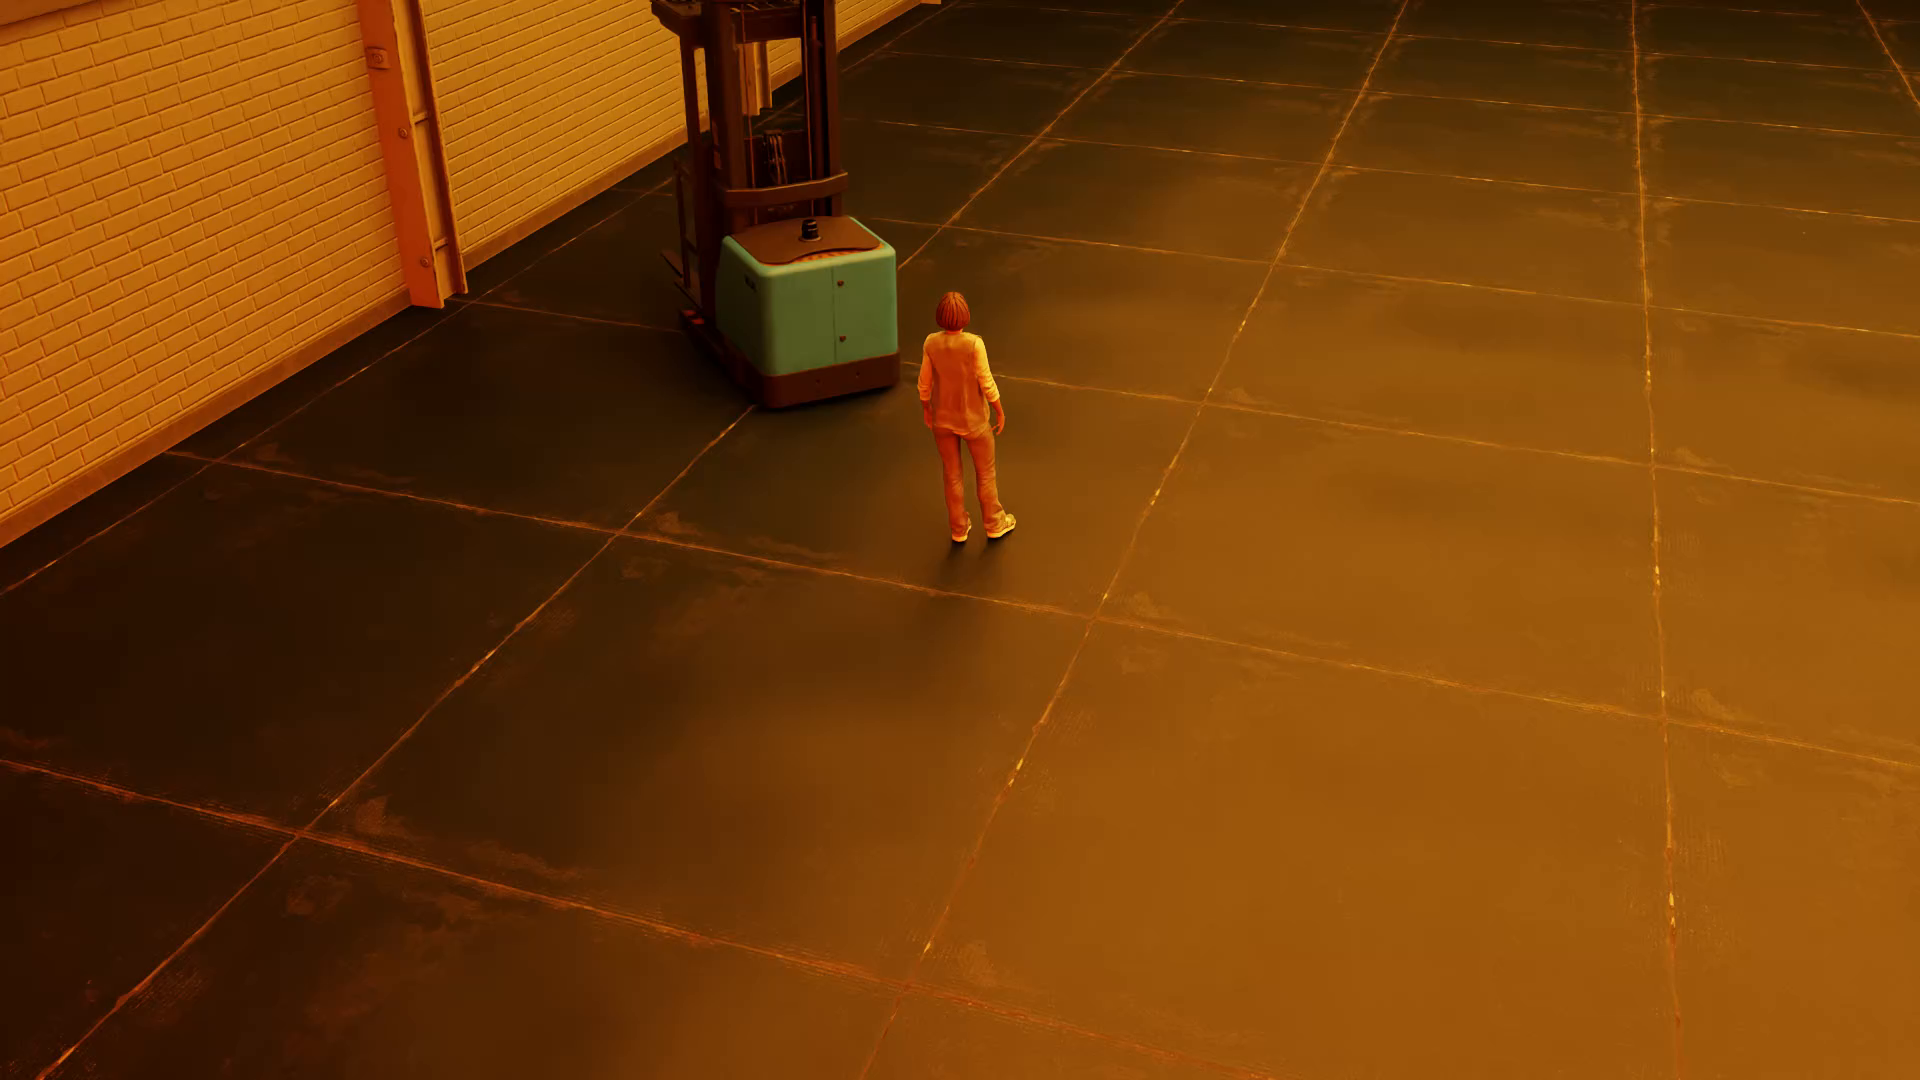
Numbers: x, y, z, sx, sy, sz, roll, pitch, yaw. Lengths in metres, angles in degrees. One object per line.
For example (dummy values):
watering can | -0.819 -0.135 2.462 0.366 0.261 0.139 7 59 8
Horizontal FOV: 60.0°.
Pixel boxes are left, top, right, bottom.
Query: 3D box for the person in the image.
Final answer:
person | 0.037 -0.726 9.758 0.521 1.584 0.473 10 31 16

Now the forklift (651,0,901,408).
forklift | -1.532 -2.898 12.221 1.130 2.935 3.031 -14 32 -23
